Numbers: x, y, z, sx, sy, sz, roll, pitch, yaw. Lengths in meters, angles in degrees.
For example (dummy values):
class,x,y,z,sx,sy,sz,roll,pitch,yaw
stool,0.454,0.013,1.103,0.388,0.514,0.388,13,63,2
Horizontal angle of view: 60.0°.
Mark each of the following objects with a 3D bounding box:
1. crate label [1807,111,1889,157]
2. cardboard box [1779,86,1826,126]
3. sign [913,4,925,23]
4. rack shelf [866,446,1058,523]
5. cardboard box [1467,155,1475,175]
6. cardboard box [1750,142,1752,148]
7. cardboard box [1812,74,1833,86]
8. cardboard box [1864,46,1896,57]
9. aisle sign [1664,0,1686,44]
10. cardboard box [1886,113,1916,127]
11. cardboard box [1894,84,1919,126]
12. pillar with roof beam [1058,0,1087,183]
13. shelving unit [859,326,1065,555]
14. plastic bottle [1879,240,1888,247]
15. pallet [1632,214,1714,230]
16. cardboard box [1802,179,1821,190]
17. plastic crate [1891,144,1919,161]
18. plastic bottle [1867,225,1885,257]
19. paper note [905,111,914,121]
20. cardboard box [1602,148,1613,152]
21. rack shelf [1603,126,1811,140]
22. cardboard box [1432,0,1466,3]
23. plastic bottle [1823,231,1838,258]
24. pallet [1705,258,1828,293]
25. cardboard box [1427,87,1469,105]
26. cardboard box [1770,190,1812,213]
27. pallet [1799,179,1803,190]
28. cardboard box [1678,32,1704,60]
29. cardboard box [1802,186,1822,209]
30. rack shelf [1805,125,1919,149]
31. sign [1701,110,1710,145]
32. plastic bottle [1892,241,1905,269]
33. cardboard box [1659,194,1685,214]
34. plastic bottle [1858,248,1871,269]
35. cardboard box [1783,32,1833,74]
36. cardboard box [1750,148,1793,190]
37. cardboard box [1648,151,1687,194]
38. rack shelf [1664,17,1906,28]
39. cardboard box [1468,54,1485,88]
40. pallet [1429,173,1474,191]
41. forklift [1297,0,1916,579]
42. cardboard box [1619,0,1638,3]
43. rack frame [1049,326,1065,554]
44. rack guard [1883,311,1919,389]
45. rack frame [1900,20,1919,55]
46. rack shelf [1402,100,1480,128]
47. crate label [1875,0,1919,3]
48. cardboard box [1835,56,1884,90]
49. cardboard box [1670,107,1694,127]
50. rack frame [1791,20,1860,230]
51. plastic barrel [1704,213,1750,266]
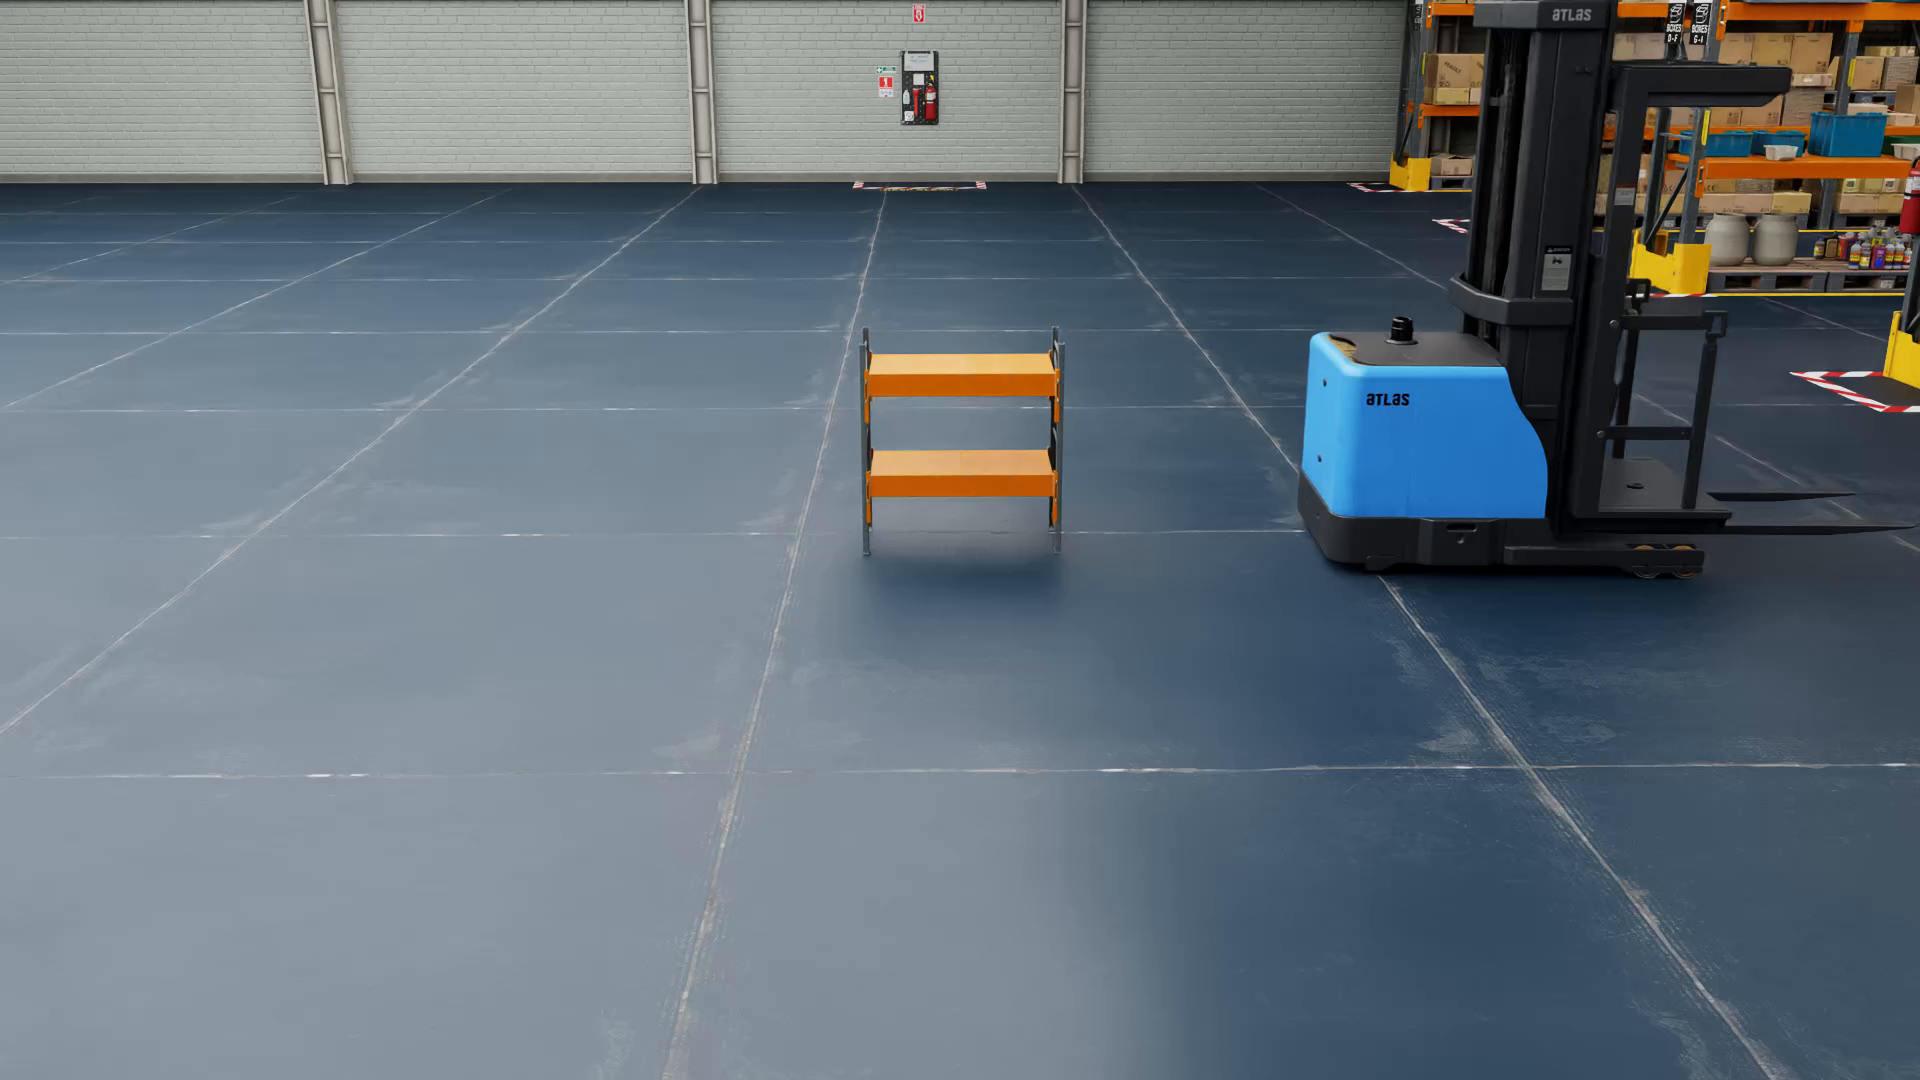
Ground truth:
class,x,y,z,sx,sy,sz,roll,pitch,yaw
crate label,9.125,-4.181,17.114,0.616,0.435,0.502,0,18,-1
cardboard box,10.770,-5.649,21.582,0.500,0.500,0.700,-1,18,-2
sign,-0.662,-8.472,26.750,0.199,0.298,0.001,0,18,-1
rack shelf,0.007,-0.303,8.951,1.000,0.278,0.538,0,18,-1
cardboard box,8.396,-6.007,26.543,0.500,0.311,0.500,1,18,4
cardboard box,12.384,-6.164,26.724,0.500,0.500,0.700,-1,18,-2
cardboard box,10.946,-5.895,21.288,0.250,0.149,0.380,0,18,-1
cardboard box,14.466,-7.687,26.153,0.250,0.149,0.380,-3,18,-10
aisle sign,7.212,-5.401,16.719,0.004,0.787,0.394,0,18,-1
cardboard box,12.103,-5.428,21.468,0.250,0.149,0.380,0,18,-1
cardboard box,12.509,-5.654,21.599,0.500,0.500,0.500,1,18,3
pillar with roof beam,1.888,-8.879,21.995,0.400,9.000,9.100,0,18,-1
shelving unit,0.007,-0.536,8.876,1.048,1.125,0.538,0,18,-1
plastic bottle,9.721,-3.052,17.511,0.097,0.201,0.097,0,18,0
pallet,9.195,-4.280,22.043,1.213,0.211,1.003,0,18,-1
cardboard box,11.614,-4.853,22.160,0.500,0.311,0.500,0,18,-1
plastic crate,9.669,-3.882,16.669,0.437,0.136,0.530,0,18,-1
plastic bottle,9.675,-3.160,17.603,0.185,0.351,0.144,0,18,1
paper note,-0.830,-6.938,27.207,0.142,0.148,0.016,0,18,-1
cardboard box,8.746,-4.937,22.112,0.500,0.500,0.500,0,18,-1
rack shelf,9.214,-5.253,21.690,4.000,0.370,1.077,0,18,-1
cardboard box,7.471,-8.510,25.557,0.500,0.500,0.500,0,18,1
plastic bottle,9.235,-3.138,17.646,0.133,0.283,0.061,0,18,0
pallet,8.177,-2.762,17.313,1.213,0.211,1.003,0,18,-1
cardboard box,7.626,-6.942,25.991,0.500,0.250,0.500,-1,18,-2
cardboard box,10.754,-4.427,21.751,0.500,0.250,0.500,0,18,-1
pallet,13.133,-5.801,26.787,1.213,0.211,1.003,0,18,-1
cardboard box,9.265,-6.259,21.362,0.500,0.500,0.700,0,18,-1
cardboard box,11.624,-4.587,22.249,0.500,0.250,0.500,0,18,-1
rack shelf,13.214,-5.272,21.750,4.000,0.370,1.077,0,18,-1
sign,7.293,-4.037,16.268,0.005,0.325,0.100,0,18,-1
plastic bottle,9.549,-2.899,16.921,0.097,0.271,0.097,0,18,0
cardboard box,9.254,-4.418,21.723,0.500,0.250,0.500,0,18,-1
plastic bottle,9.210,-2.864,16.927,0.097,0.201,0.097,0,18,0
cardboard box,10.770,-6.267,21.384,0.500,0.500,0.700,0,18,-1
cardboard box,10.745,-4.946,22.143,0.500,0.500,0.500,0,18,-1
cardboard box,9.254,-4.775,21.608,0.500,0.500,0.500,0,18,-1
rack shelf,13.132,-8.214,26.009,4.000,0.370,1.077,0,18,-1
cardboard box,8.109,-7.304,25.891,0.500,0.500,0.500,0,18,-1
pallet,8.021,-5.765,26.672,1.213,0.211,1.003,0,18,-1
forklift,3.404,-1.363,8.498,3.031,2.935,1.130,0,18,1
cardboard box,10.125,-8.527,25.612,0.500,0.500,0.500,-2,18,-6
rack frame,0.515,-0.538,8.884,0.032,1.125,0.500,0,18,-1
rack guard,7.443,-1.371,12.502,0.348,0.500,1.175,0,18,-1
rack frame,15.132,-7.138,26.387,0.127,3.000,1.000,0,18,-1
rack shelf,9.132,-6.766,26.407,4.000,0.370,1.077,0,18,-1
crate label,9.166,-5.339,16.112,0.408,0.251,0.502,0,18,-1
cardboard box,14.103,-7.378,26.254,0.500,0.500,0.700,-2,18,-6
cardboard box,9.229,-5.640,21.556,0.500,0.500,0.700,0,18,1
rack frame,11.214,-5.605,21.610,0.127,3.000,1.000,0,18,-1
plastic barrel,7.946,-3.115,17.233,0.421,0.512,0.421,0,18,0
